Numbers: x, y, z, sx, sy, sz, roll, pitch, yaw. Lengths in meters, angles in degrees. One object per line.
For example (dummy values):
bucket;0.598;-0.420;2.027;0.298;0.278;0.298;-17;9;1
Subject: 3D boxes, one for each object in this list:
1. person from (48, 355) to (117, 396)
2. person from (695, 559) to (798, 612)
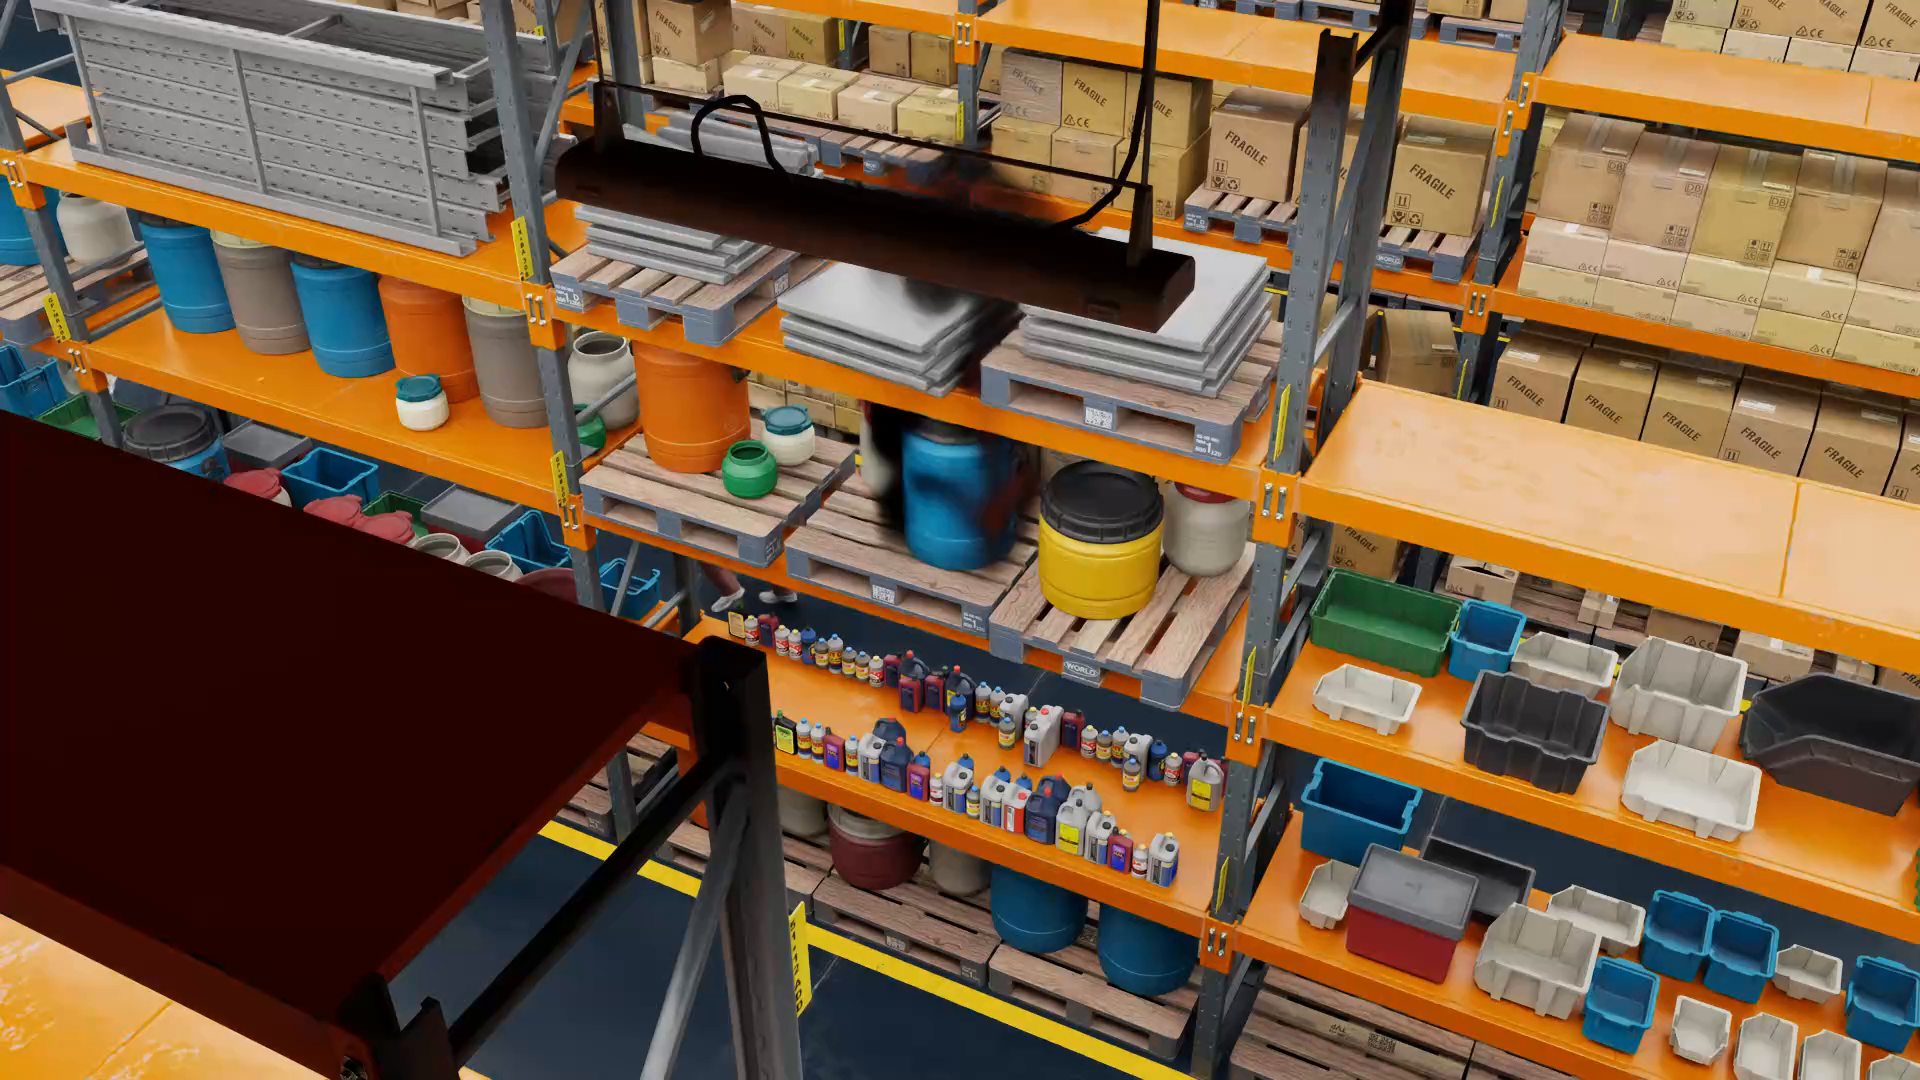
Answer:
person;-8.108;-1.864;15.148;0.557;1.610;0.561;-8;36;-12
person;-1.732;-0.171;12.725;0.910;1.608;0.572;7;36;10
